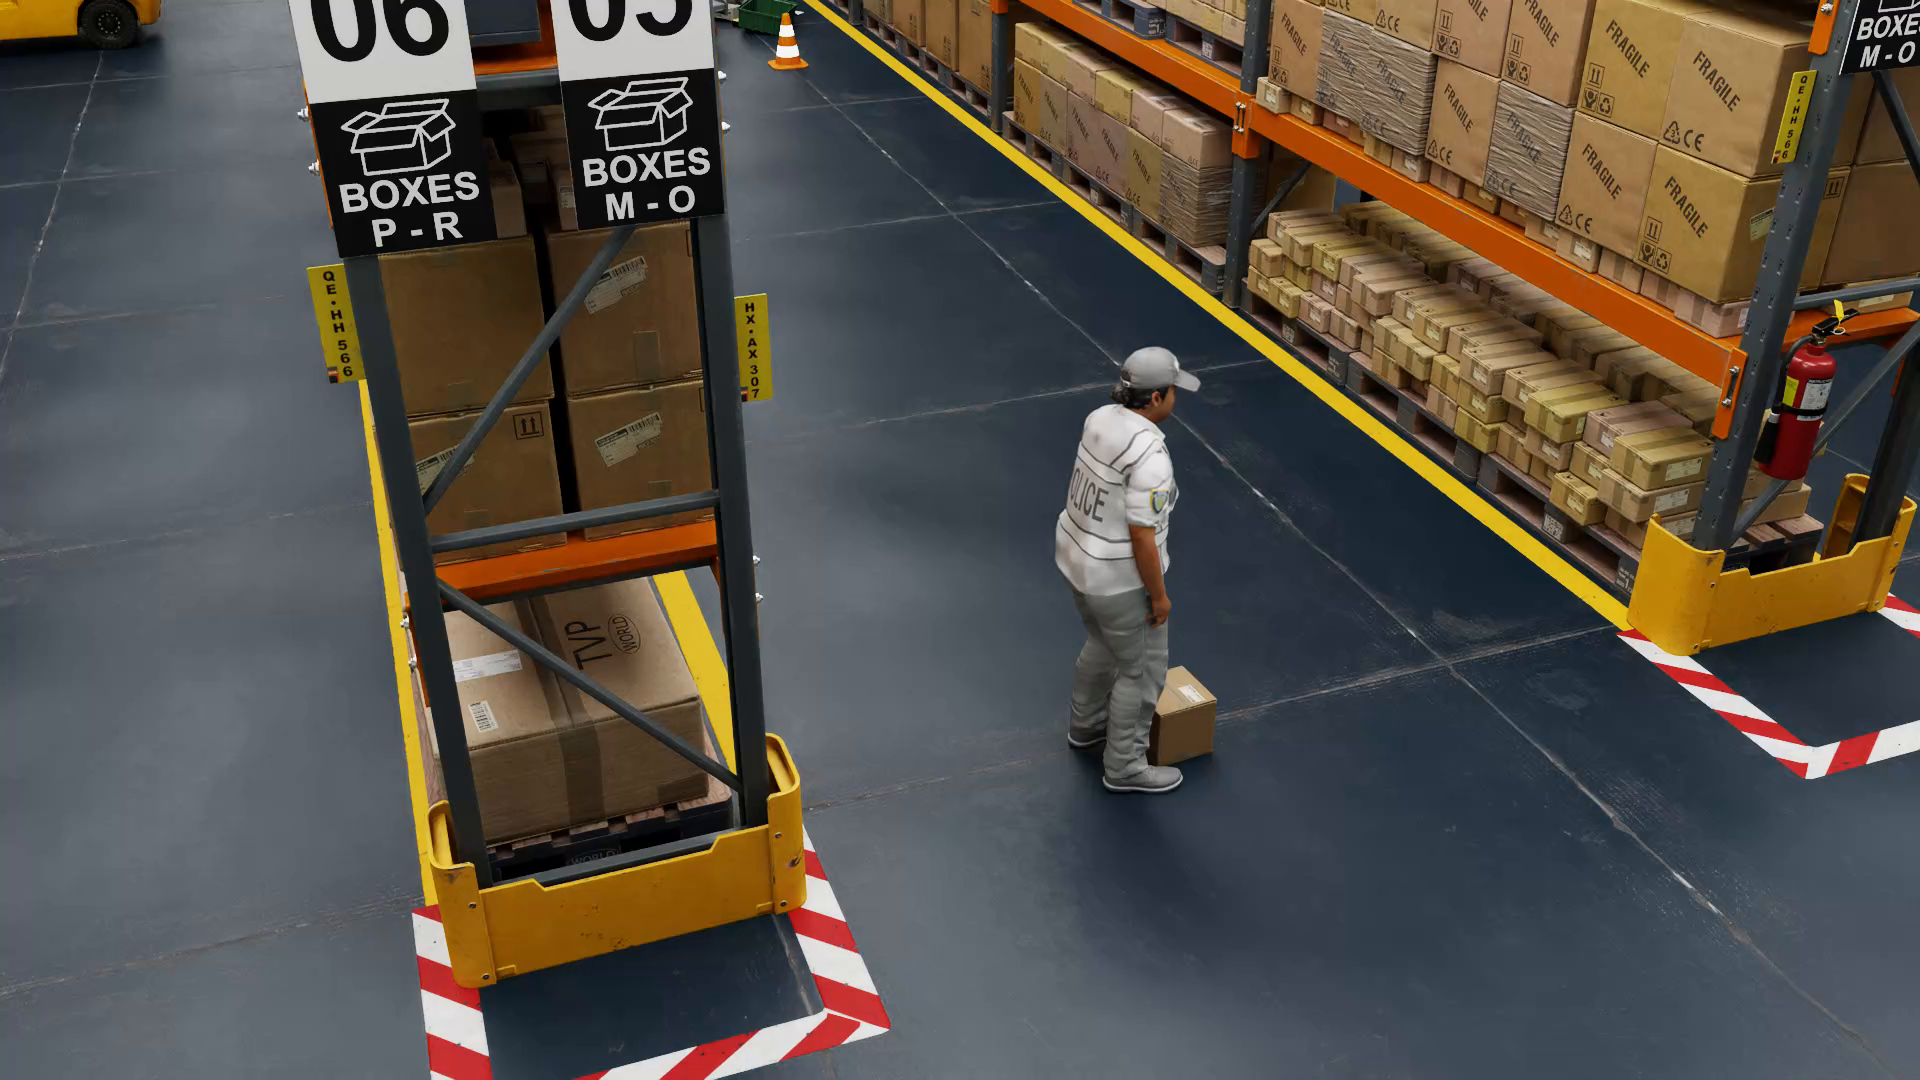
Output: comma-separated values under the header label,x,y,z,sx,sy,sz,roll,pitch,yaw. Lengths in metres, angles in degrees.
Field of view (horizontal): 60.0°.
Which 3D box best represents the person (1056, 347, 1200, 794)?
label,x,y,z,sx,sy,sz,roll,pitch,yaw
person,0.606,0.111,5.930,0.469,1.666,0.514,-11,32,-18
